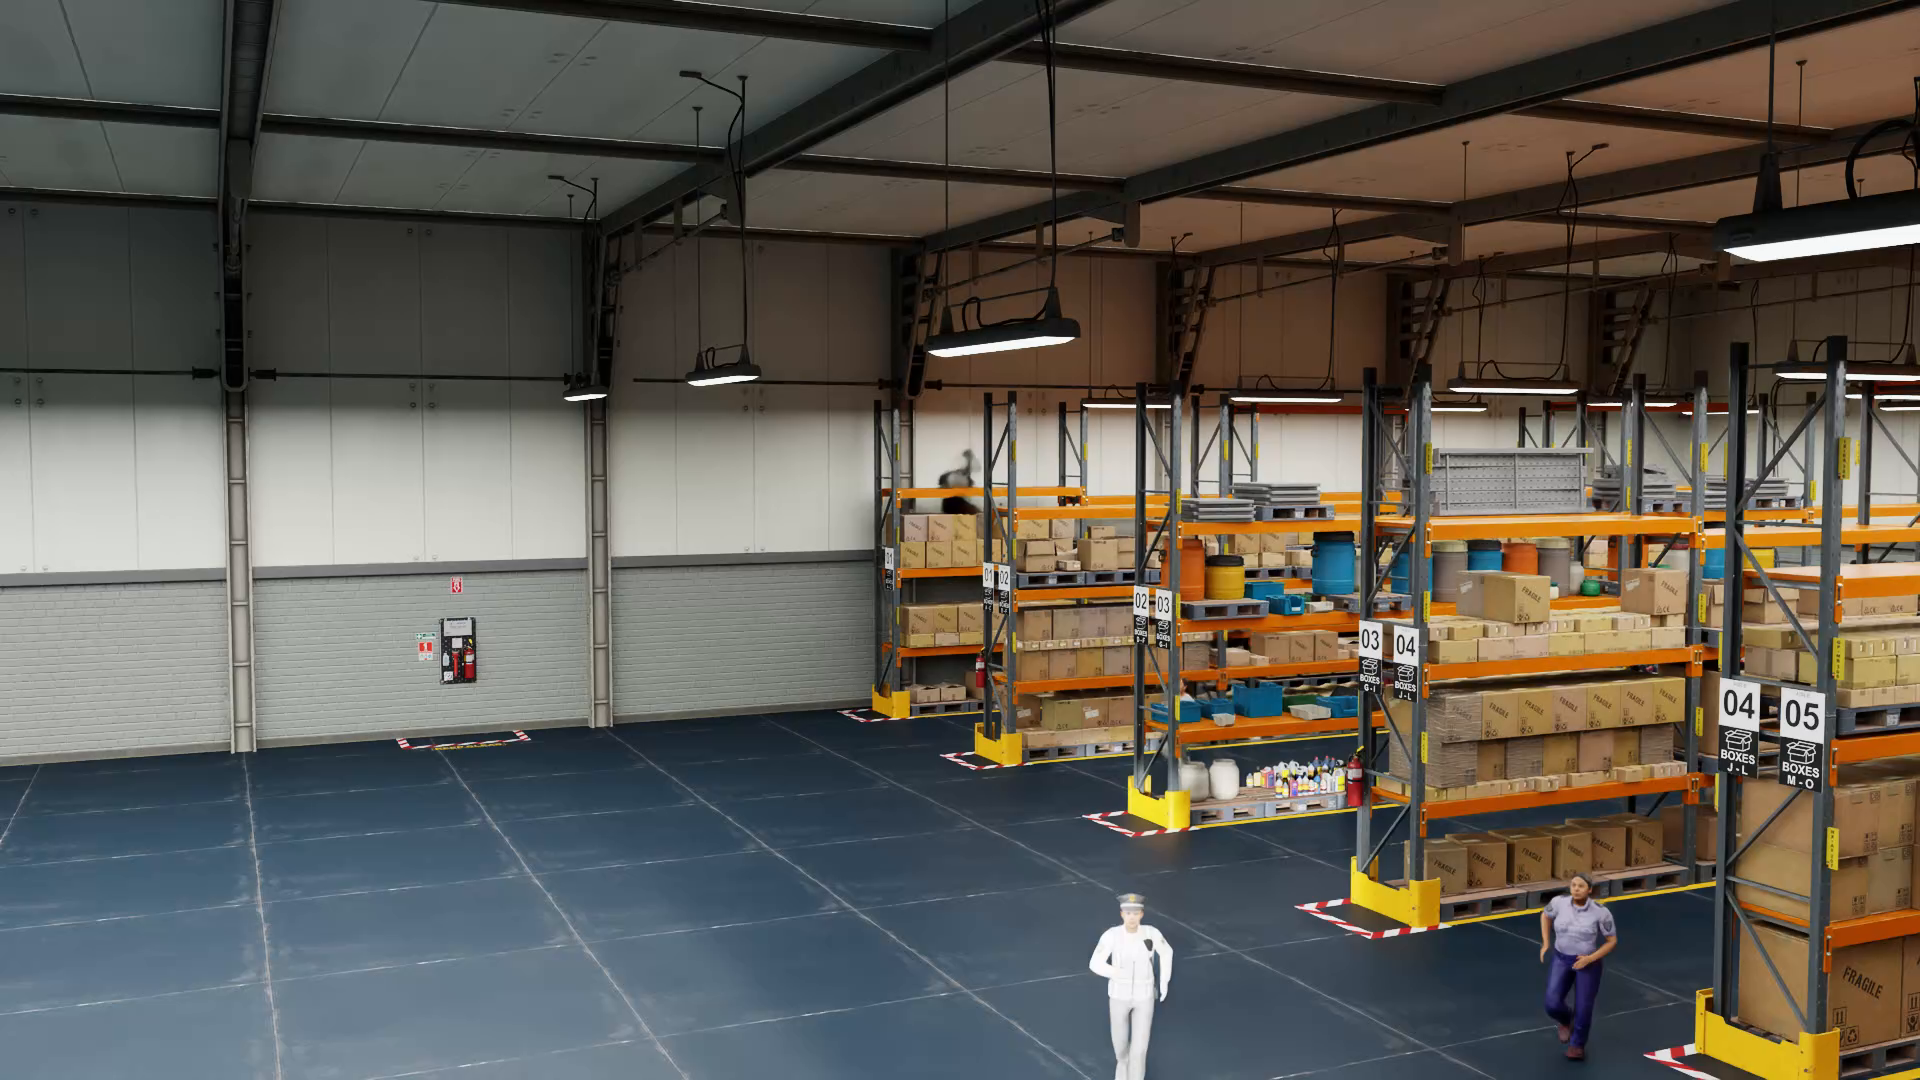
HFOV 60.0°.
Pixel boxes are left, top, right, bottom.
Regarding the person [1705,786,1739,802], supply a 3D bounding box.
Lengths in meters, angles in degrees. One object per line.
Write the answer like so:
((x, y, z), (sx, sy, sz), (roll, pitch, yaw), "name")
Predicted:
((10.239, 3.023, 22.315), (0.622, 1.674, 0.659), (-2, 4, -30), "person")

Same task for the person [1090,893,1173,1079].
((1.326, 3.543, 12.868), (0.644, 1.685, 0.907), (0, 3, 5), "person")

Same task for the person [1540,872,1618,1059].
((5.148, 3.553, 13.902), (0.653, 1.584, 0.515), (2, 4, 33), "person")

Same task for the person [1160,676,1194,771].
((3.287, 2.877, 25.155), (0.565, 1.629, 0.550), (-3, 4, -40), "person")
